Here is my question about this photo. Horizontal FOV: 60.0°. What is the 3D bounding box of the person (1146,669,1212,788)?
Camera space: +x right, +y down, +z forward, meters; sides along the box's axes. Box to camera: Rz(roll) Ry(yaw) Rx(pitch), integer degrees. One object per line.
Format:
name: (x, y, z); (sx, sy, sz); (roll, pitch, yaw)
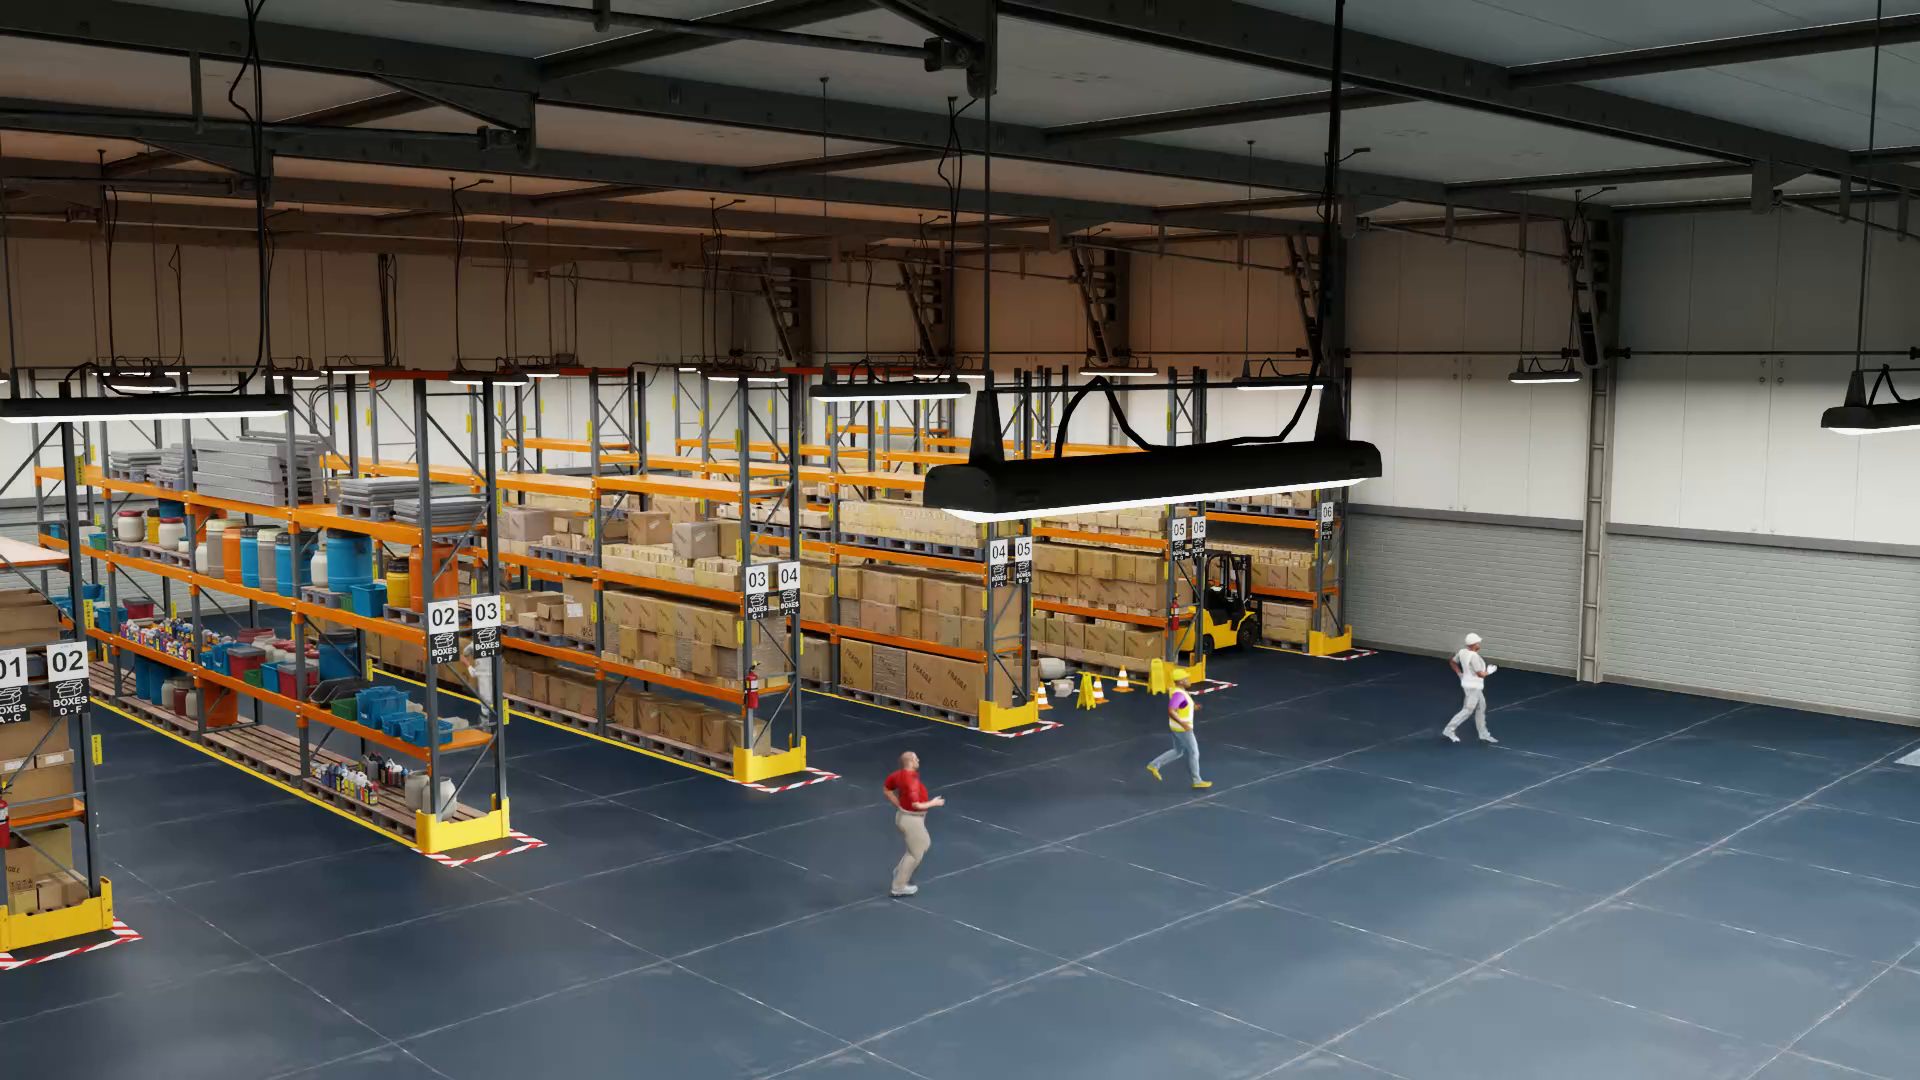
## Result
person: (3.197, 2.729, 24.143); (0.954, 1.748, 0.679); (0, 6, -4)

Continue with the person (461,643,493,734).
person: (-7.935, 2.316, 27.799); (0.619, 1.833, 0.634); (6, 9, 43)

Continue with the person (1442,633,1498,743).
person: (8.254, 2.397, 26.804); (0.938, 1.800, 0.674); (0, 6, 2)

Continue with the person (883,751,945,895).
person: (-0.519, 3.297, 19.465); (0.645, 1.705, 0.638); (-3, 7, -22)
